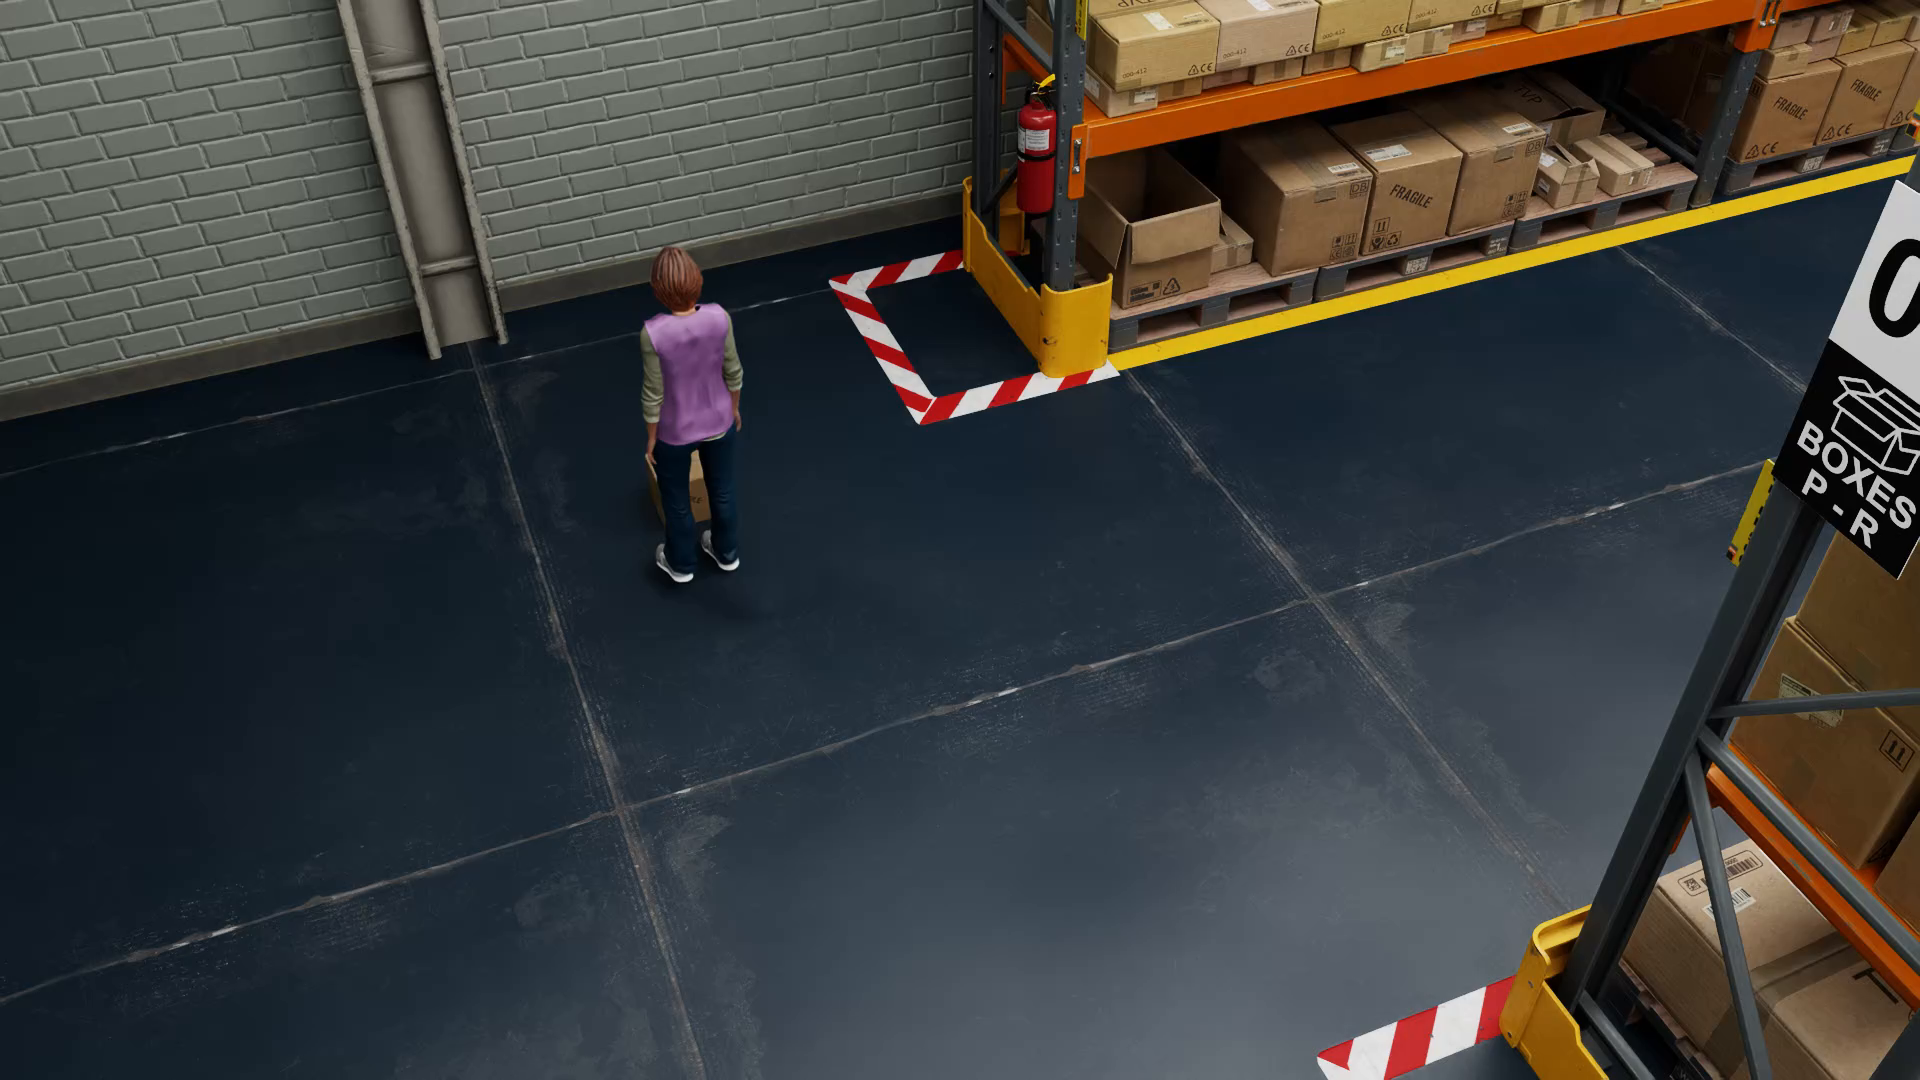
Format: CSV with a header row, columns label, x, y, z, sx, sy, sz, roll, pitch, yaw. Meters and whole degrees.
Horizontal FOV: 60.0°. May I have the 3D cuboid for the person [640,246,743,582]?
label,x,y,z,sx,sy,sz,roll,pitch,yaw
person,-1.078,-0.475,6.673,0.425,1.589,0.383,-19,46,-20
